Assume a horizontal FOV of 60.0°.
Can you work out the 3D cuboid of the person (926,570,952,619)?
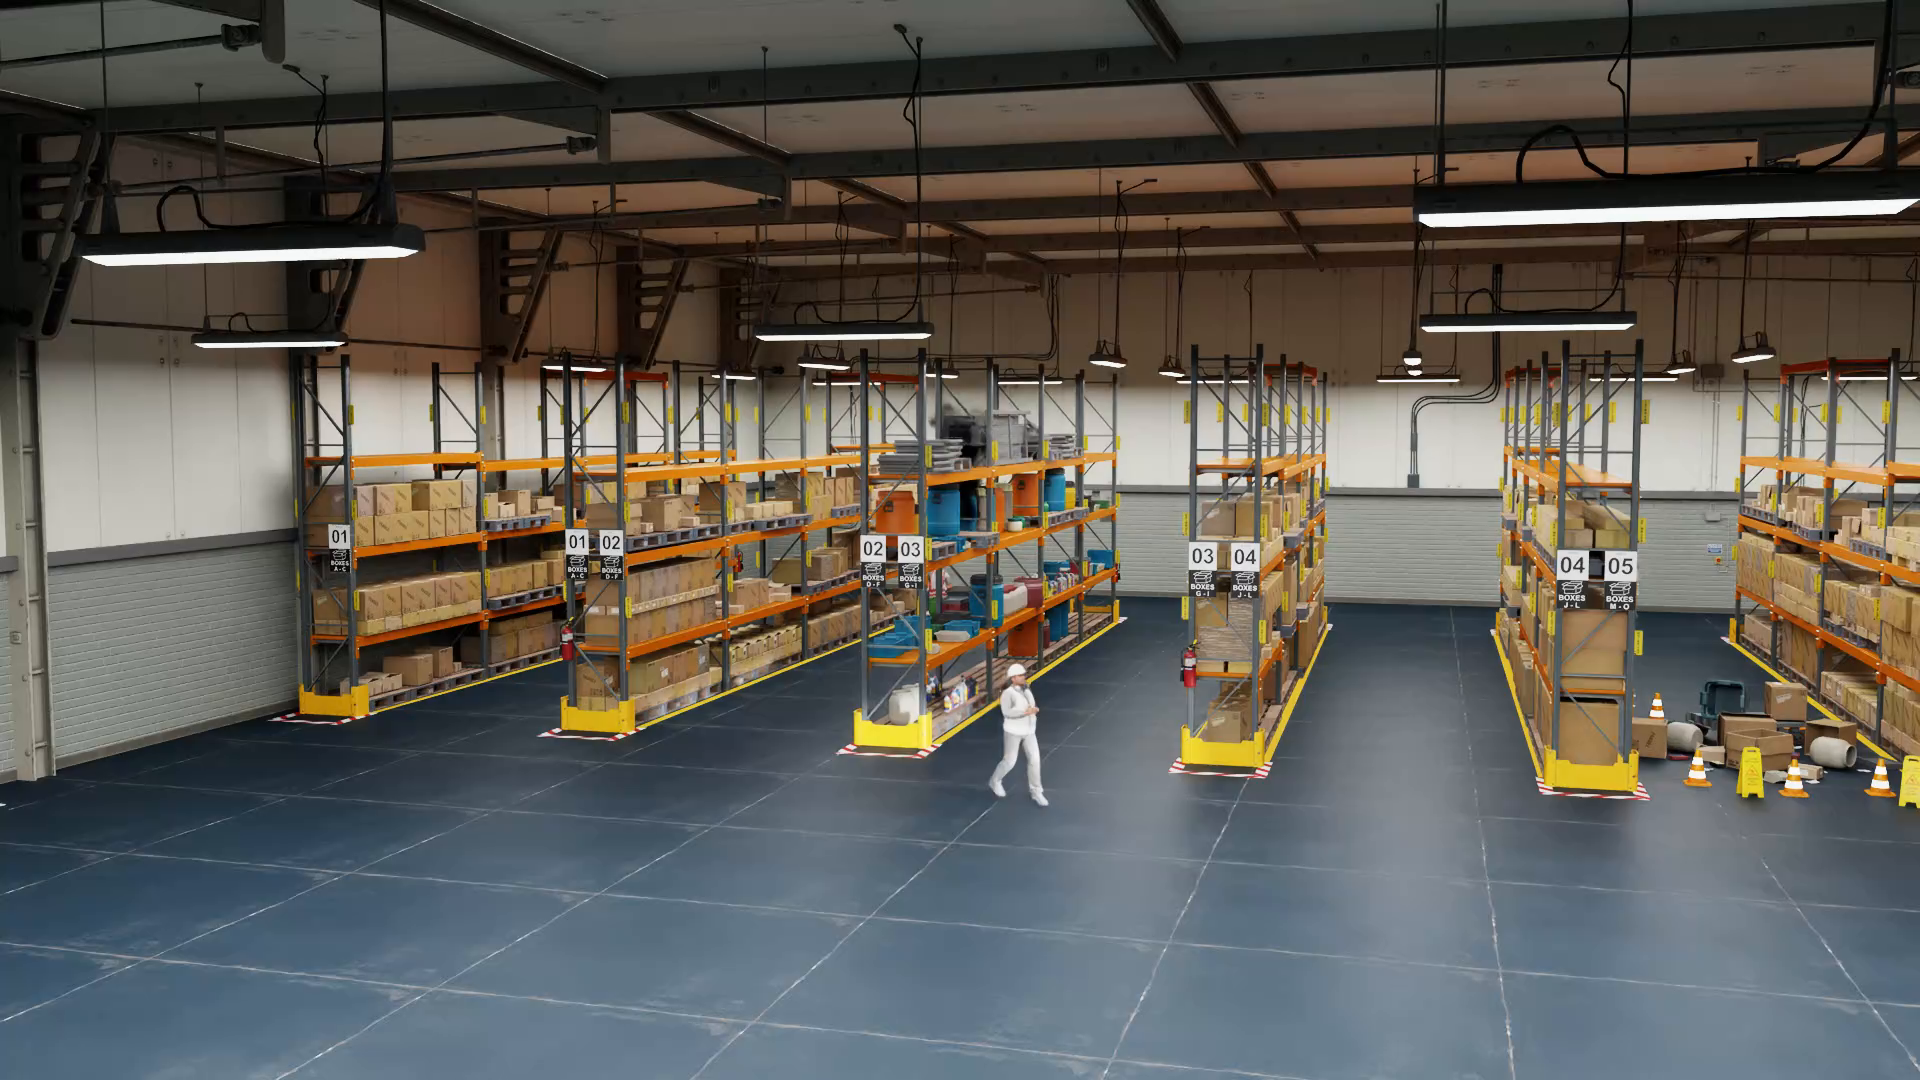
[{"bbox_3d":[-0.496,1.317,37.081,0.654,1.796,0.993,1,4,7],"label":"person"}]

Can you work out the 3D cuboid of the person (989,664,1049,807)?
[{"bbox_3d":[0.761,2.490,21.443,0.644,1.793,0.910,-4,6,-42],"label":"person"}]
